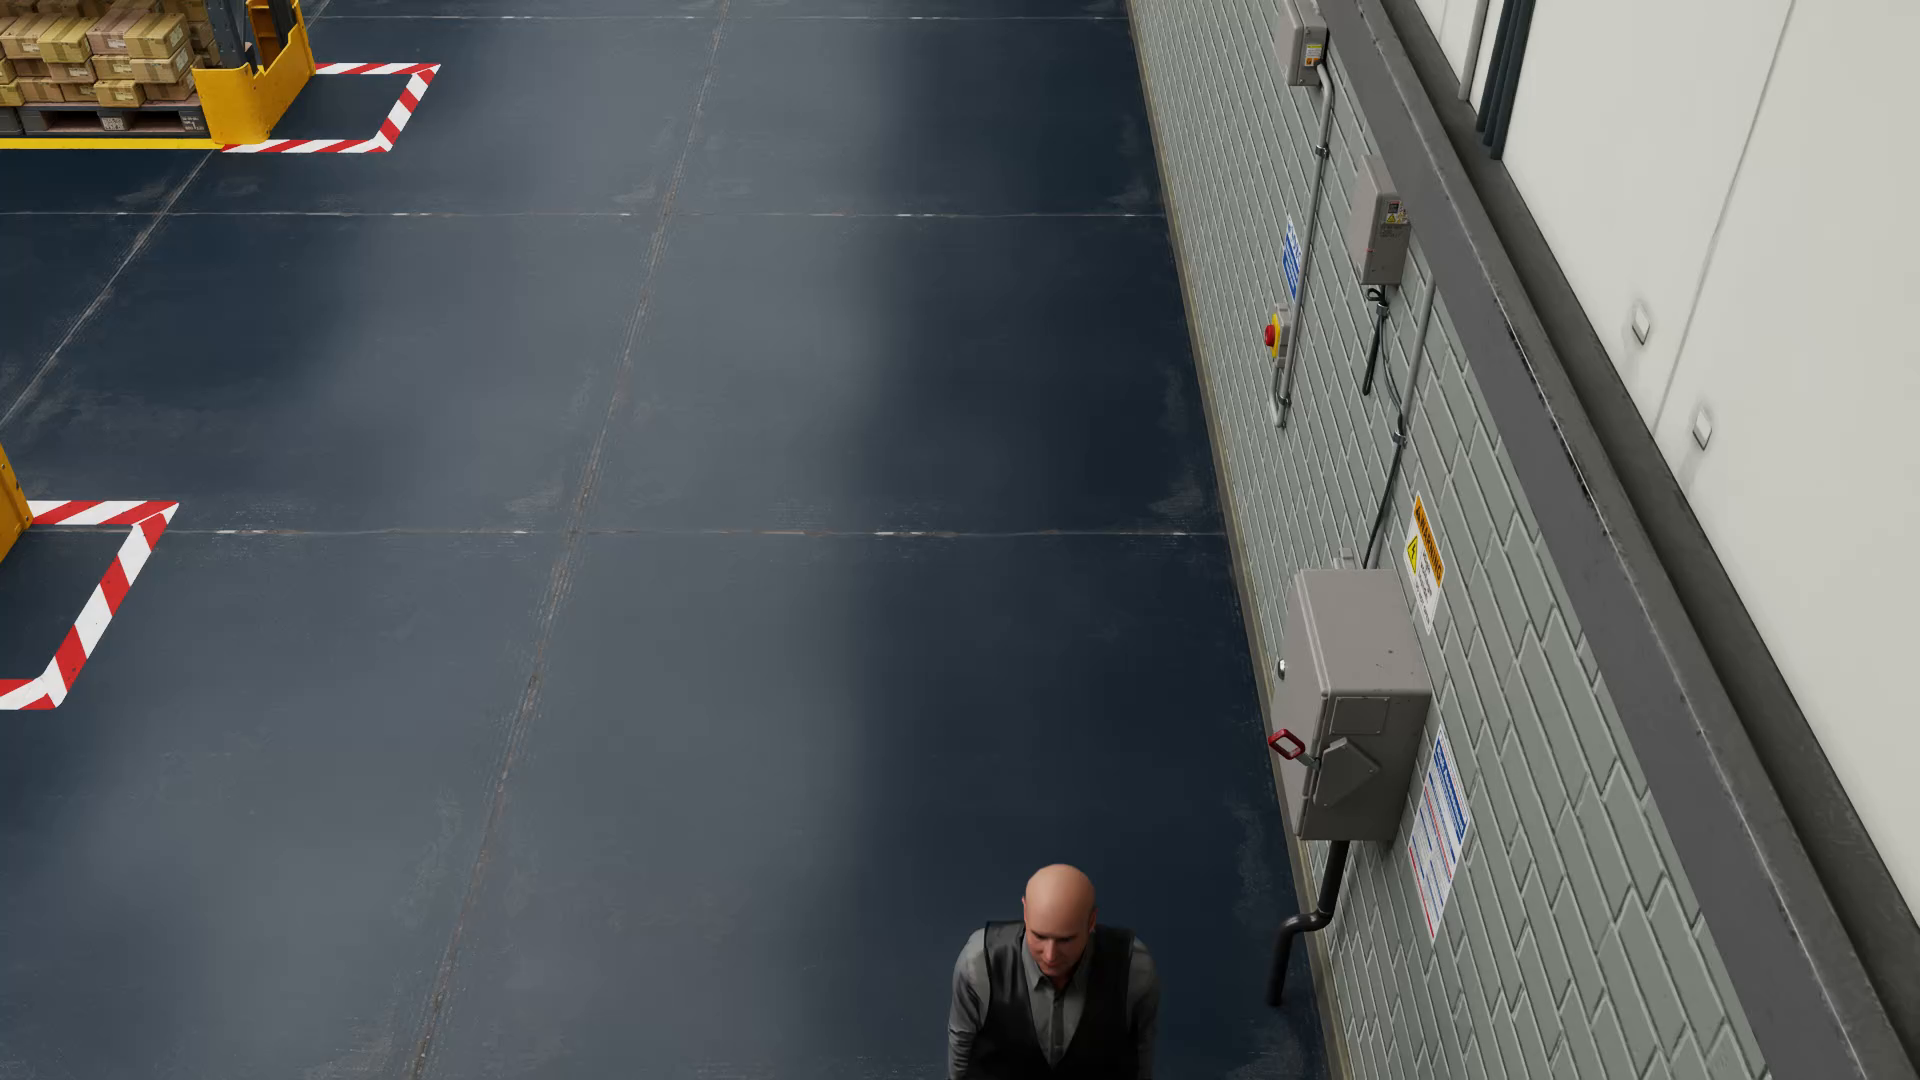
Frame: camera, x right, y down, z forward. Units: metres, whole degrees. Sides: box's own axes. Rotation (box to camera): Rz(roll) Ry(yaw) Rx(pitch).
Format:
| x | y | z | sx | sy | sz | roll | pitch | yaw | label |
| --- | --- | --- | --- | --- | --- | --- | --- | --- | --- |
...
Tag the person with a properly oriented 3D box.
| x | y | z | sx | sy | sz | roll | pitch | yaw | label |
| --- | --- | --- | --- | --- | --- | --- | --- | --- | --- |
| 0.233 | 1.485 | 4.357 | 0.532 | 1.724 | 0.369 | 1 | 39 | 2 | person |
